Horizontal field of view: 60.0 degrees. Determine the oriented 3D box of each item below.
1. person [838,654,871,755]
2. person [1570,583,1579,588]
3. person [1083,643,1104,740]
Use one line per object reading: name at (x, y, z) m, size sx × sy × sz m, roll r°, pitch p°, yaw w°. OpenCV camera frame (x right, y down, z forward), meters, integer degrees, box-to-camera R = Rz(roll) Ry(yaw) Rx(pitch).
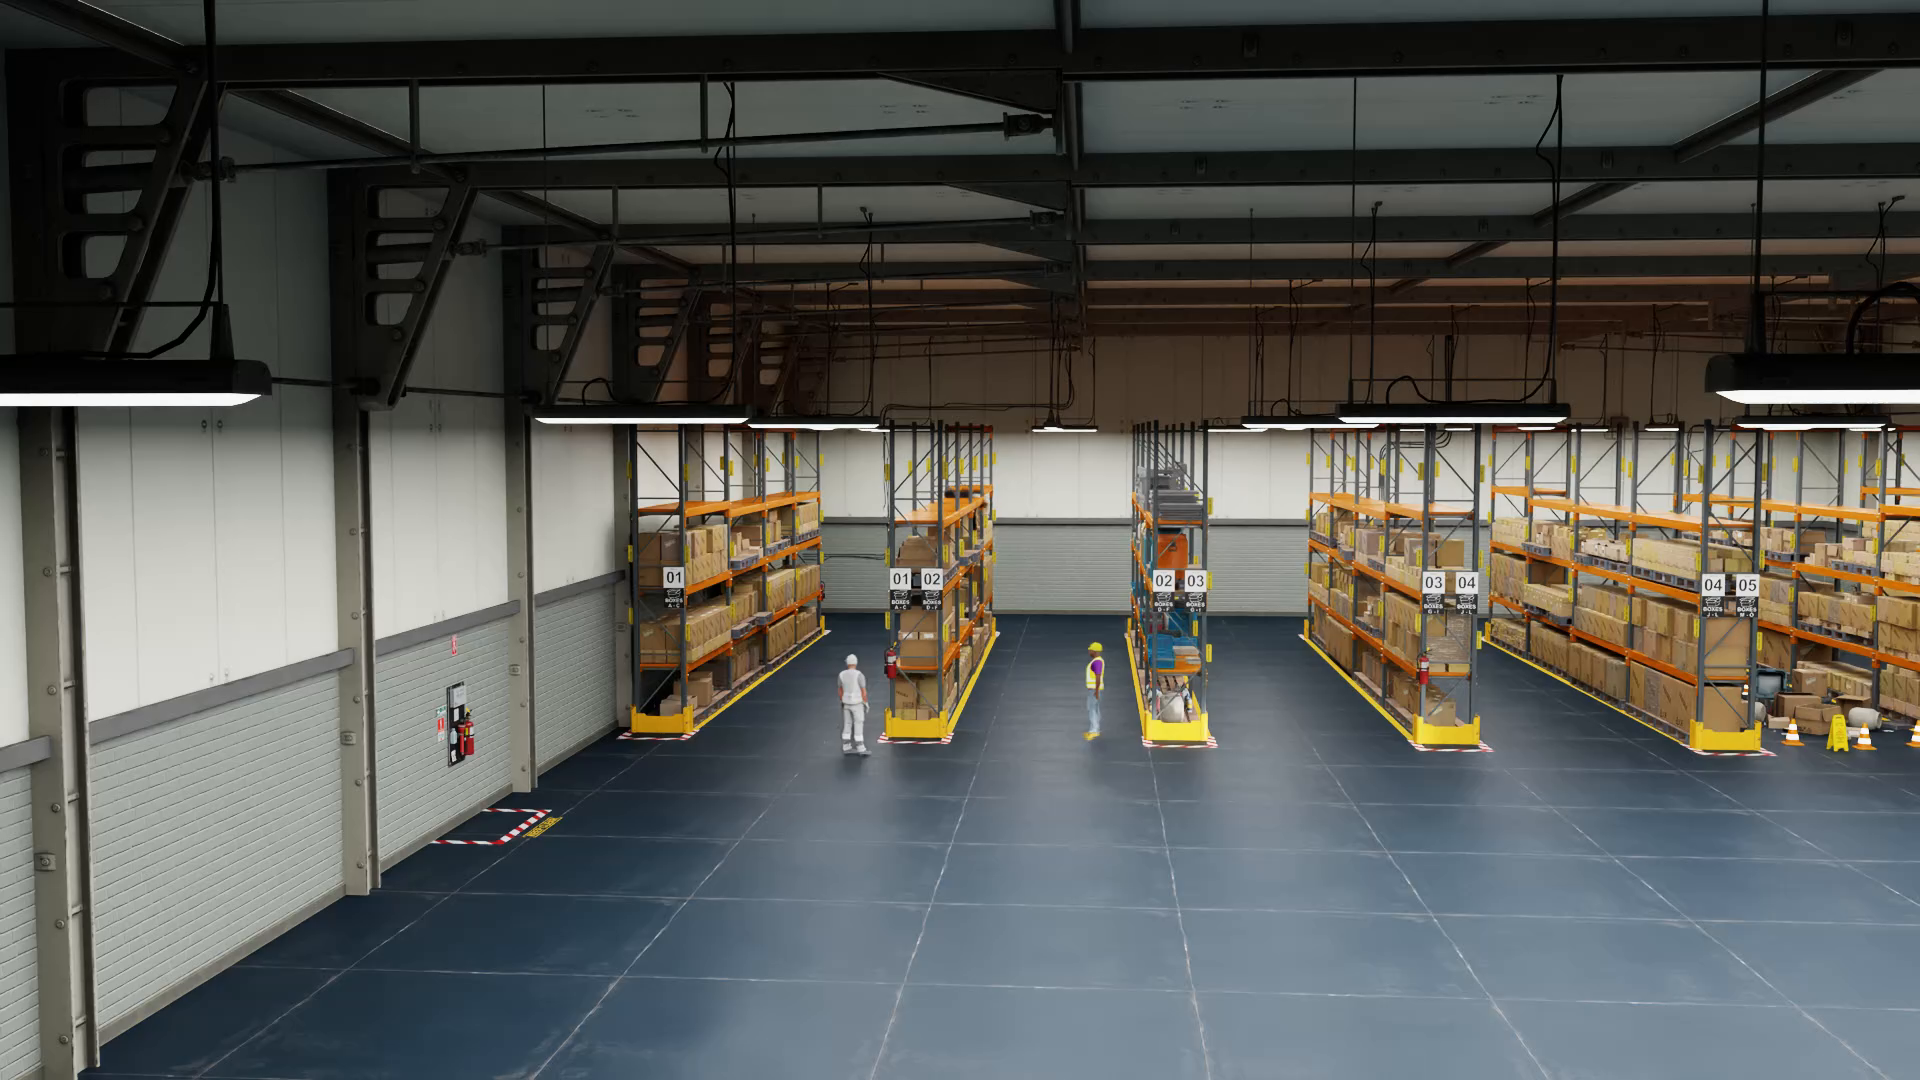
person at (-1.900, 2.938, 29.759) m, size 0.570 × 1.796 × 0.422 m, roll 3°, pitch 5°, yaw 43°
person at (17.135, 1.942, 46.559) m, size 1.012 × 1.615 × 0.552 m, roll 2°, pitch 4°, yaw 31°
person at (2.531, 2.850, 31.482) m, size 0.387 × 1.795 × 0.702 m, roll 0°, pitch 4°, yaw 6°
